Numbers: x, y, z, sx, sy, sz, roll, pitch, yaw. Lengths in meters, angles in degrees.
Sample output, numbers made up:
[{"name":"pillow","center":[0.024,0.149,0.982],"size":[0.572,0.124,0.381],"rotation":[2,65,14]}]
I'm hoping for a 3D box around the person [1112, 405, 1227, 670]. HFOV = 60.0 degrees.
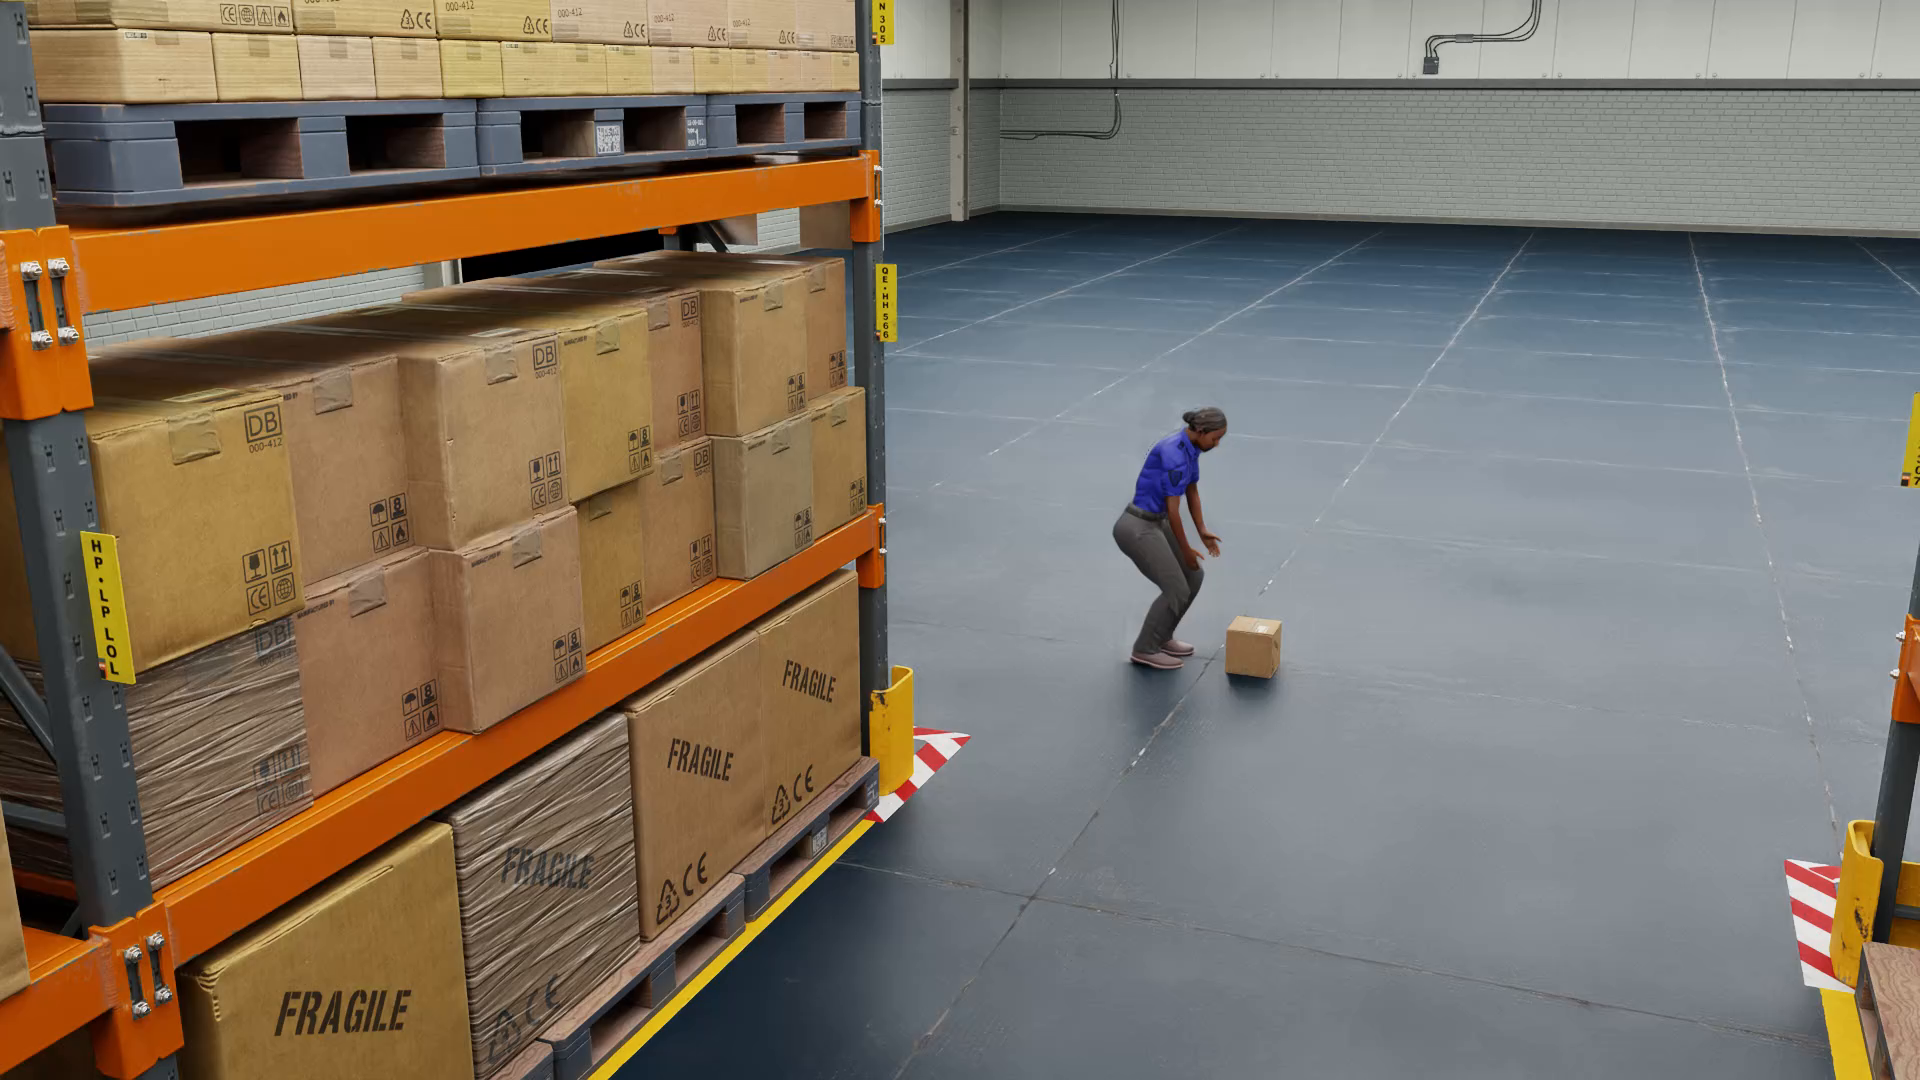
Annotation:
[{"name":"person","center":[1.147,-0.036,9.096],"size":[0.576,1.440,0.492],"rotation":[6,17,21]}]
